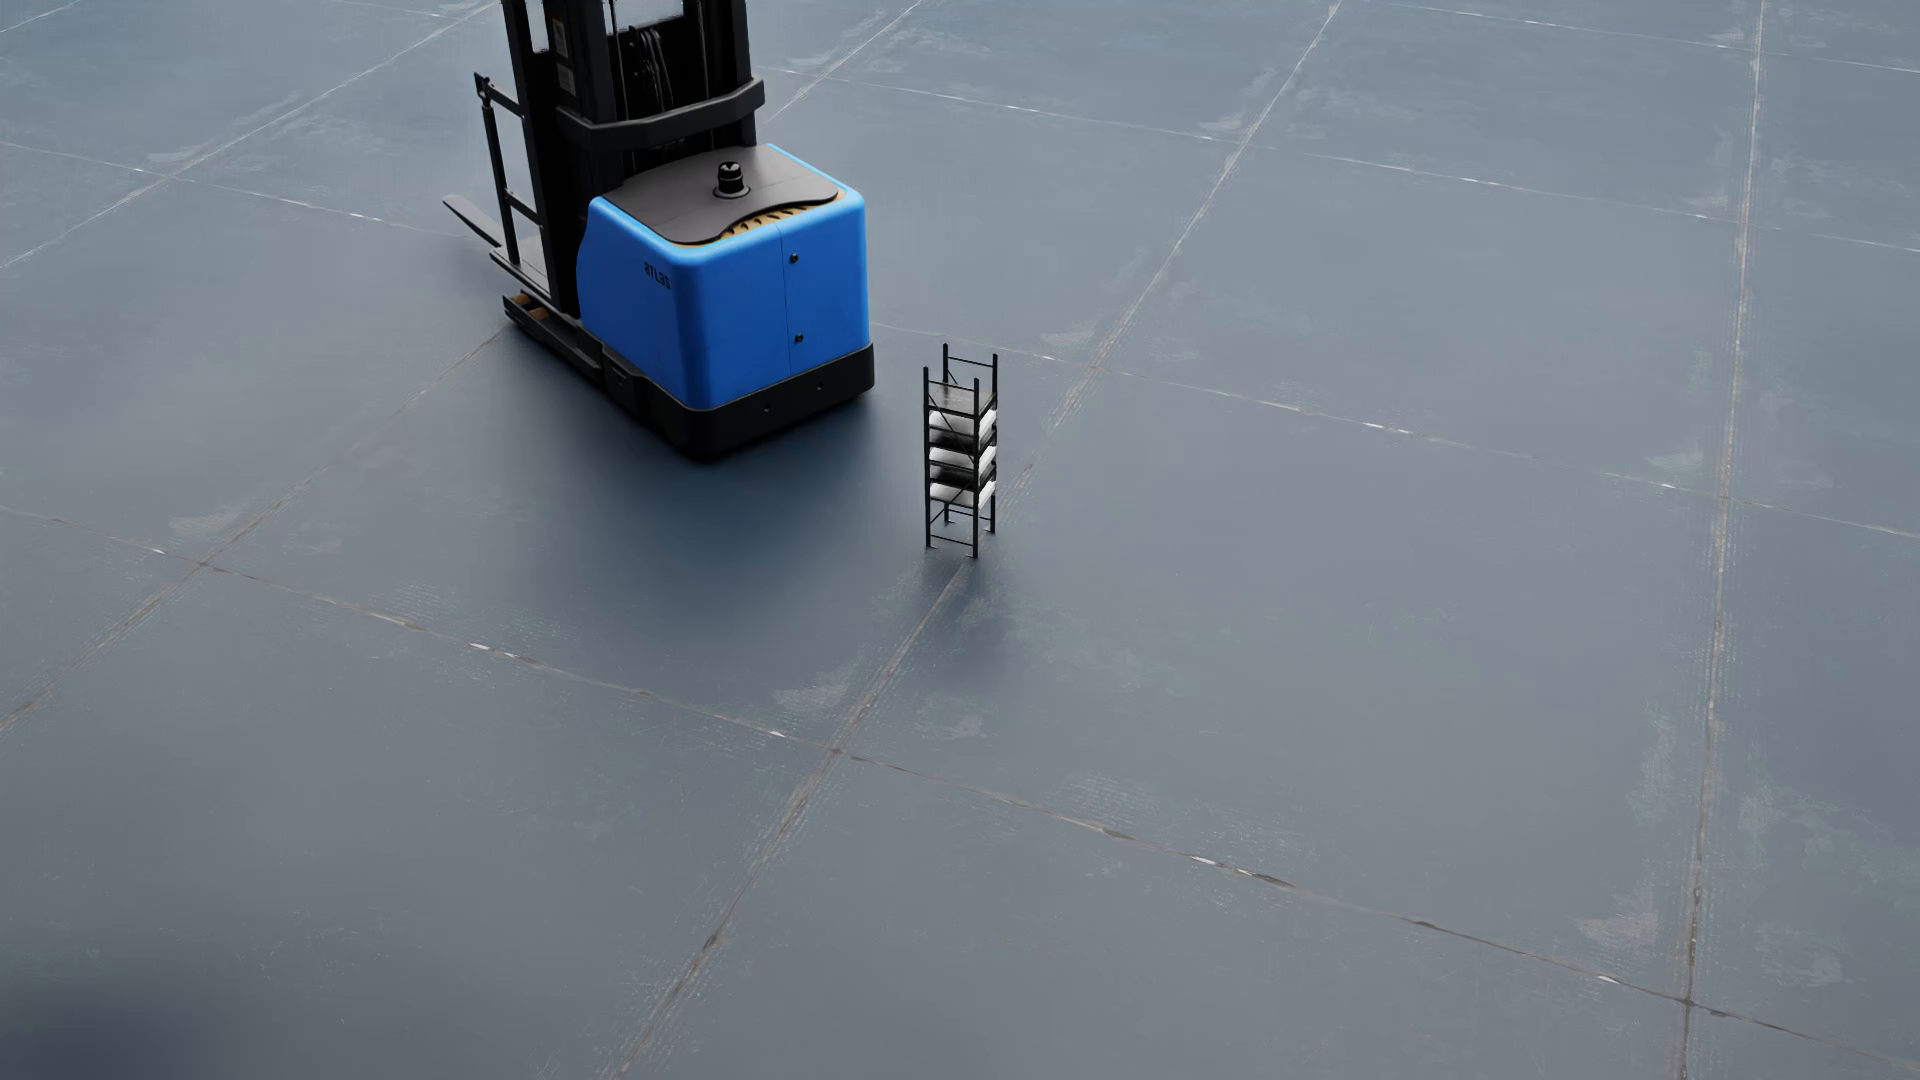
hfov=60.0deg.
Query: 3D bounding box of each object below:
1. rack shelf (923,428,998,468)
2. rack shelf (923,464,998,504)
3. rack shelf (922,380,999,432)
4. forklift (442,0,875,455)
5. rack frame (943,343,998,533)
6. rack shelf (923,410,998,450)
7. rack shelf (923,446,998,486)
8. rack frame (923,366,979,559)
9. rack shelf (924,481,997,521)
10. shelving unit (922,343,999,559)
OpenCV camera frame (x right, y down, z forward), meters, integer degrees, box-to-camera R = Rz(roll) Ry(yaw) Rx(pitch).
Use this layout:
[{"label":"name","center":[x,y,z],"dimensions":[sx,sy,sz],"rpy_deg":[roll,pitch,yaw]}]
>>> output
[{"label":"rack shelf","center":[0.003,-0.410,6.953],"dimensions":[0.258,0.077,0.200],"rpy_deg":[14,39,18]},{"label":"rack shelf","center":[0.003,-0.266,7.060],"dimensions":[0.258,0.077,0.200],"rpy_deg":[14,39,18]},{"label":"rack shelf","center":[0.003,-0.555,6.845],"dimensions":[0.258,0.077,0.200],"rpy_deg":[14,39,18]},{"label":"forklift","center":[-1.741,-2.381,7.987],"dimensions":[1.130,2.935,3.031],"rpy_deg":[-26,44,-31]},{"label":"rack frame","center":[0.042,-0.421,7.062],"dimensions":[0.240,0.900,0.006],"rpy_deg":[14,39,18]},{"label":"rack shelf","center":[0.003,-0.482,6.899],"dimensions":[0.258,0.077,0.200],"rpy_deg":[14,39,18]},{"label":"rack shelf","center":[0.003,-0.338,7.007],"dimensions":[0.258,0.077,0.200],"rpy_deg":[14,39,18]},{"label":"rack frame","center":[-0.036,-0.309,6.911],"dimensions":[0.240,0.900,0.006],"rpy_deg":[14,39,18]},{"label":"rack shelf","center":[0.003,-0.194,7.114],"dimensions":[0.258,0.077,0.200],"rpy_deg":[14,39,18]},{"label":"shelving unit","center":[0.003,-0.365,6.987],"dimensions":[0.258,0.900,0.210],"rpy_deg":[14,39,18]}]
